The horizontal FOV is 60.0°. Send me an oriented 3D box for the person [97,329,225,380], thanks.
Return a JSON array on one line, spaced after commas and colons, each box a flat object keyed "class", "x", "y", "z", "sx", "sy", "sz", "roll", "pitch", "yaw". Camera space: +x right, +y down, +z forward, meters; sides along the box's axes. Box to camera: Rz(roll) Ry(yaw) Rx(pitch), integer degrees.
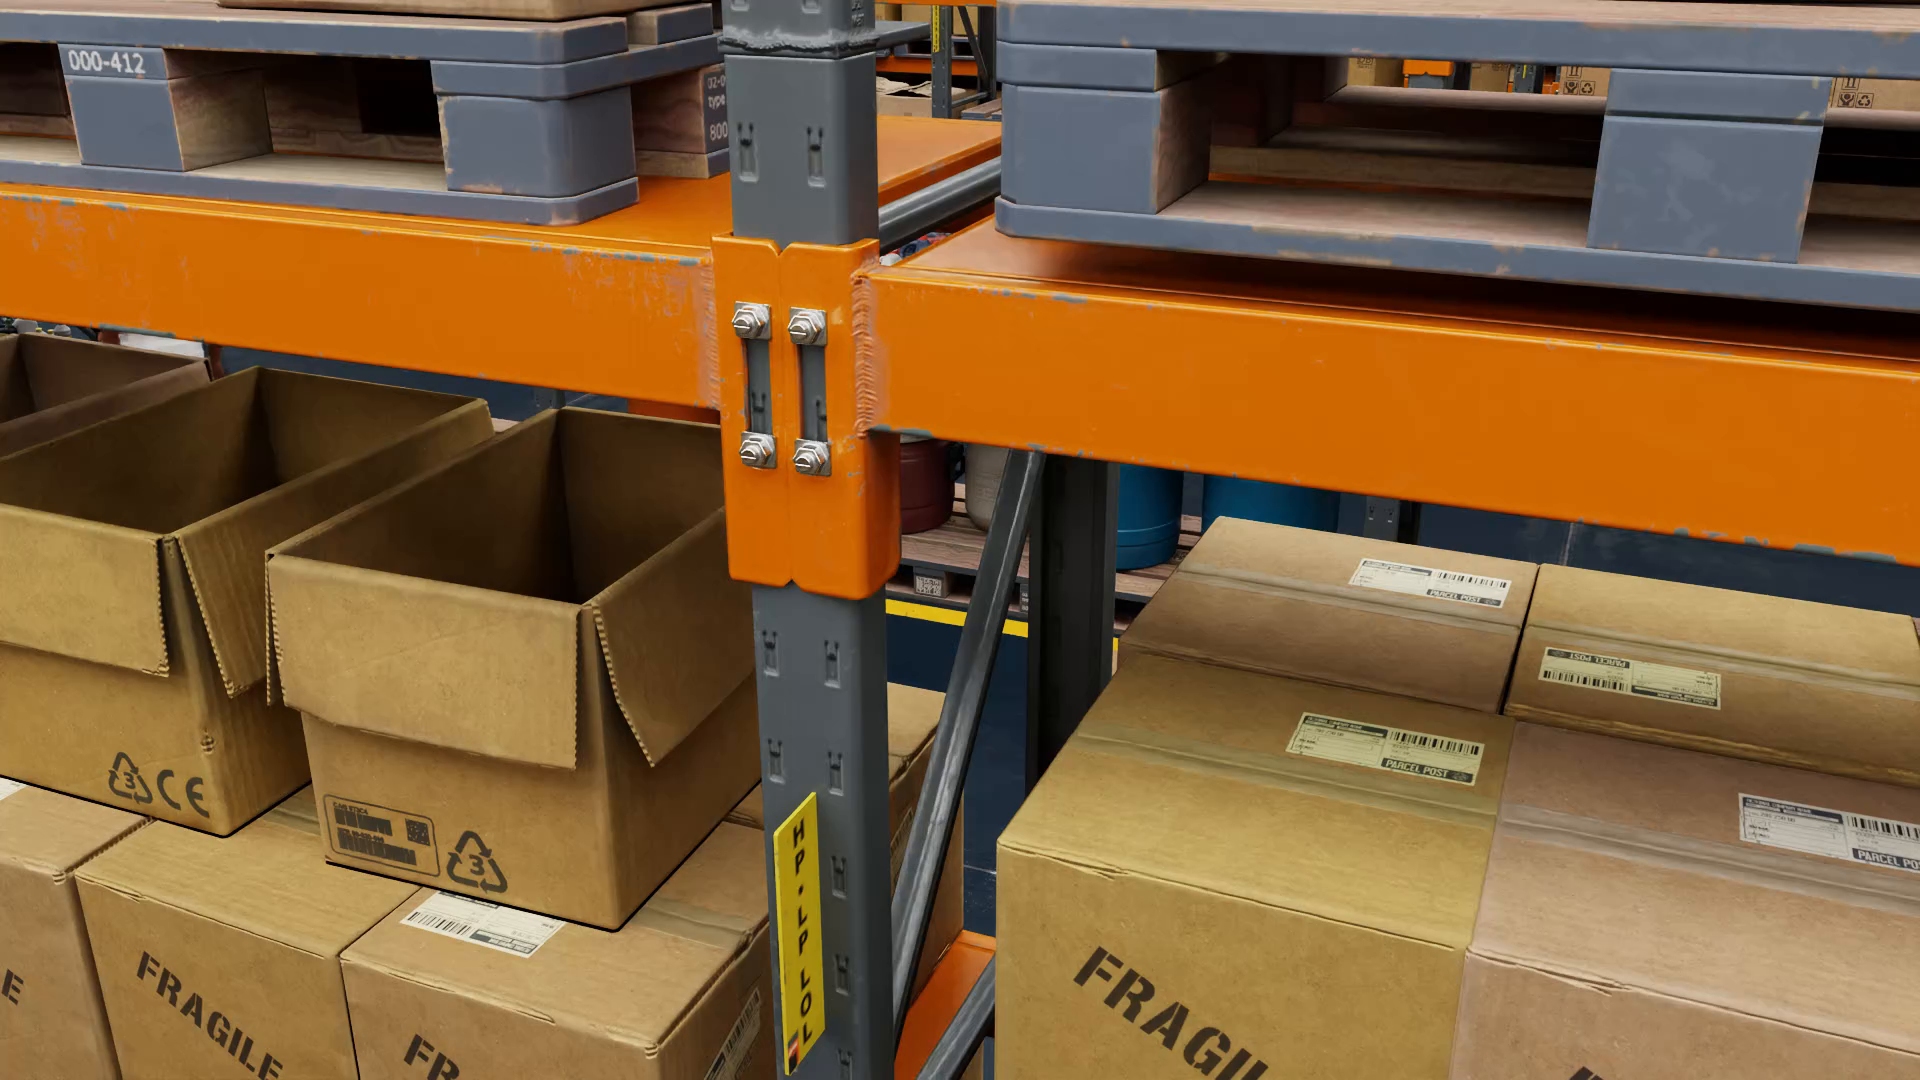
[{"class": "person", "x": -3.817, "y": -0.809, "z": 7.993, "sx": 0.587, "sy": 1.758, "sz": 0.570, "roll": 17, "pitch": 28, "yaw": 36}]
